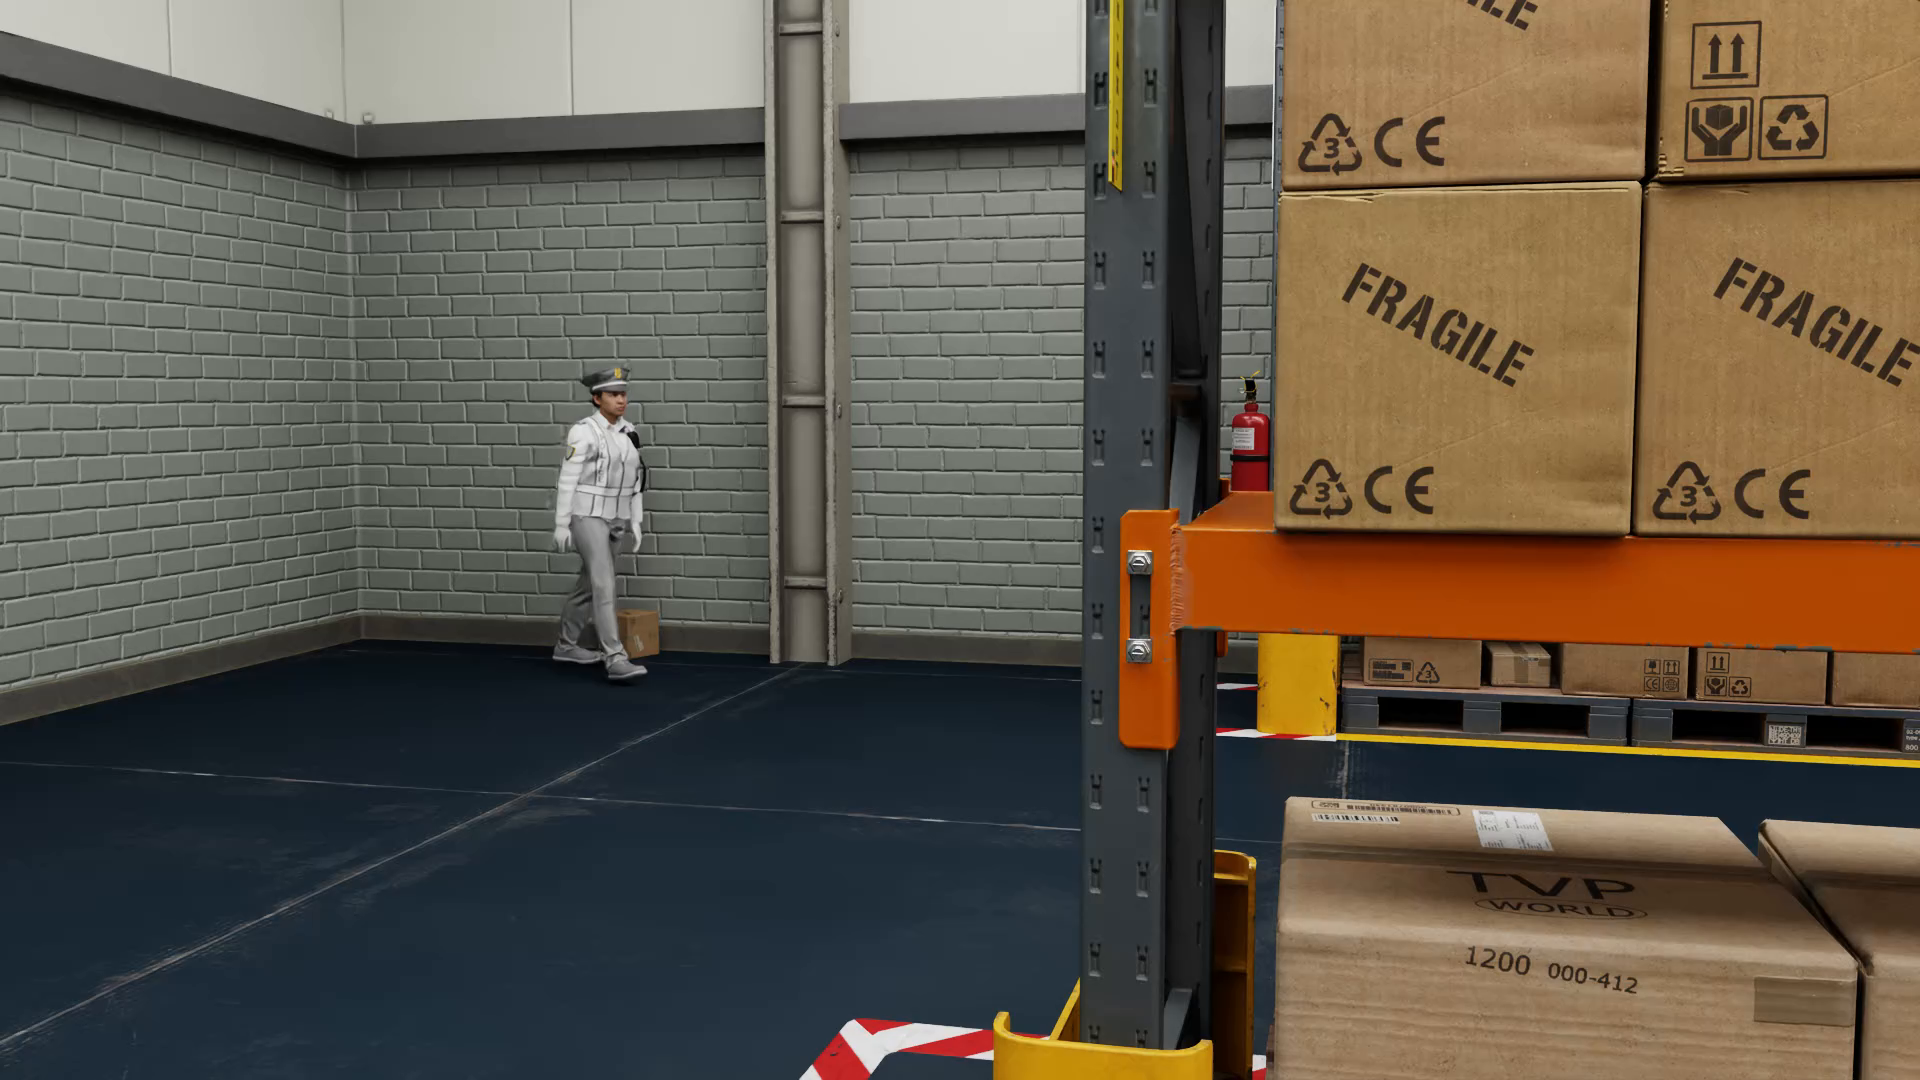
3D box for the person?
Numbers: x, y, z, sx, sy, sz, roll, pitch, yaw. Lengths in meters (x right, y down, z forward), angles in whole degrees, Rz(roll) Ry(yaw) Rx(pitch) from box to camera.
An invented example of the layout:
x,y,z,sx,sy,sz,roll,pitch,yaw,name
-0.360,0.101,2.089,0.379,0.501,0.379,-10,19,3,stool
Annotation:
x,y,z,sx,sy,sz,roll,pitch,yaw,name
-1.896,-0.102,8.890,0.856,1.640,0.501,3,6,30,person
